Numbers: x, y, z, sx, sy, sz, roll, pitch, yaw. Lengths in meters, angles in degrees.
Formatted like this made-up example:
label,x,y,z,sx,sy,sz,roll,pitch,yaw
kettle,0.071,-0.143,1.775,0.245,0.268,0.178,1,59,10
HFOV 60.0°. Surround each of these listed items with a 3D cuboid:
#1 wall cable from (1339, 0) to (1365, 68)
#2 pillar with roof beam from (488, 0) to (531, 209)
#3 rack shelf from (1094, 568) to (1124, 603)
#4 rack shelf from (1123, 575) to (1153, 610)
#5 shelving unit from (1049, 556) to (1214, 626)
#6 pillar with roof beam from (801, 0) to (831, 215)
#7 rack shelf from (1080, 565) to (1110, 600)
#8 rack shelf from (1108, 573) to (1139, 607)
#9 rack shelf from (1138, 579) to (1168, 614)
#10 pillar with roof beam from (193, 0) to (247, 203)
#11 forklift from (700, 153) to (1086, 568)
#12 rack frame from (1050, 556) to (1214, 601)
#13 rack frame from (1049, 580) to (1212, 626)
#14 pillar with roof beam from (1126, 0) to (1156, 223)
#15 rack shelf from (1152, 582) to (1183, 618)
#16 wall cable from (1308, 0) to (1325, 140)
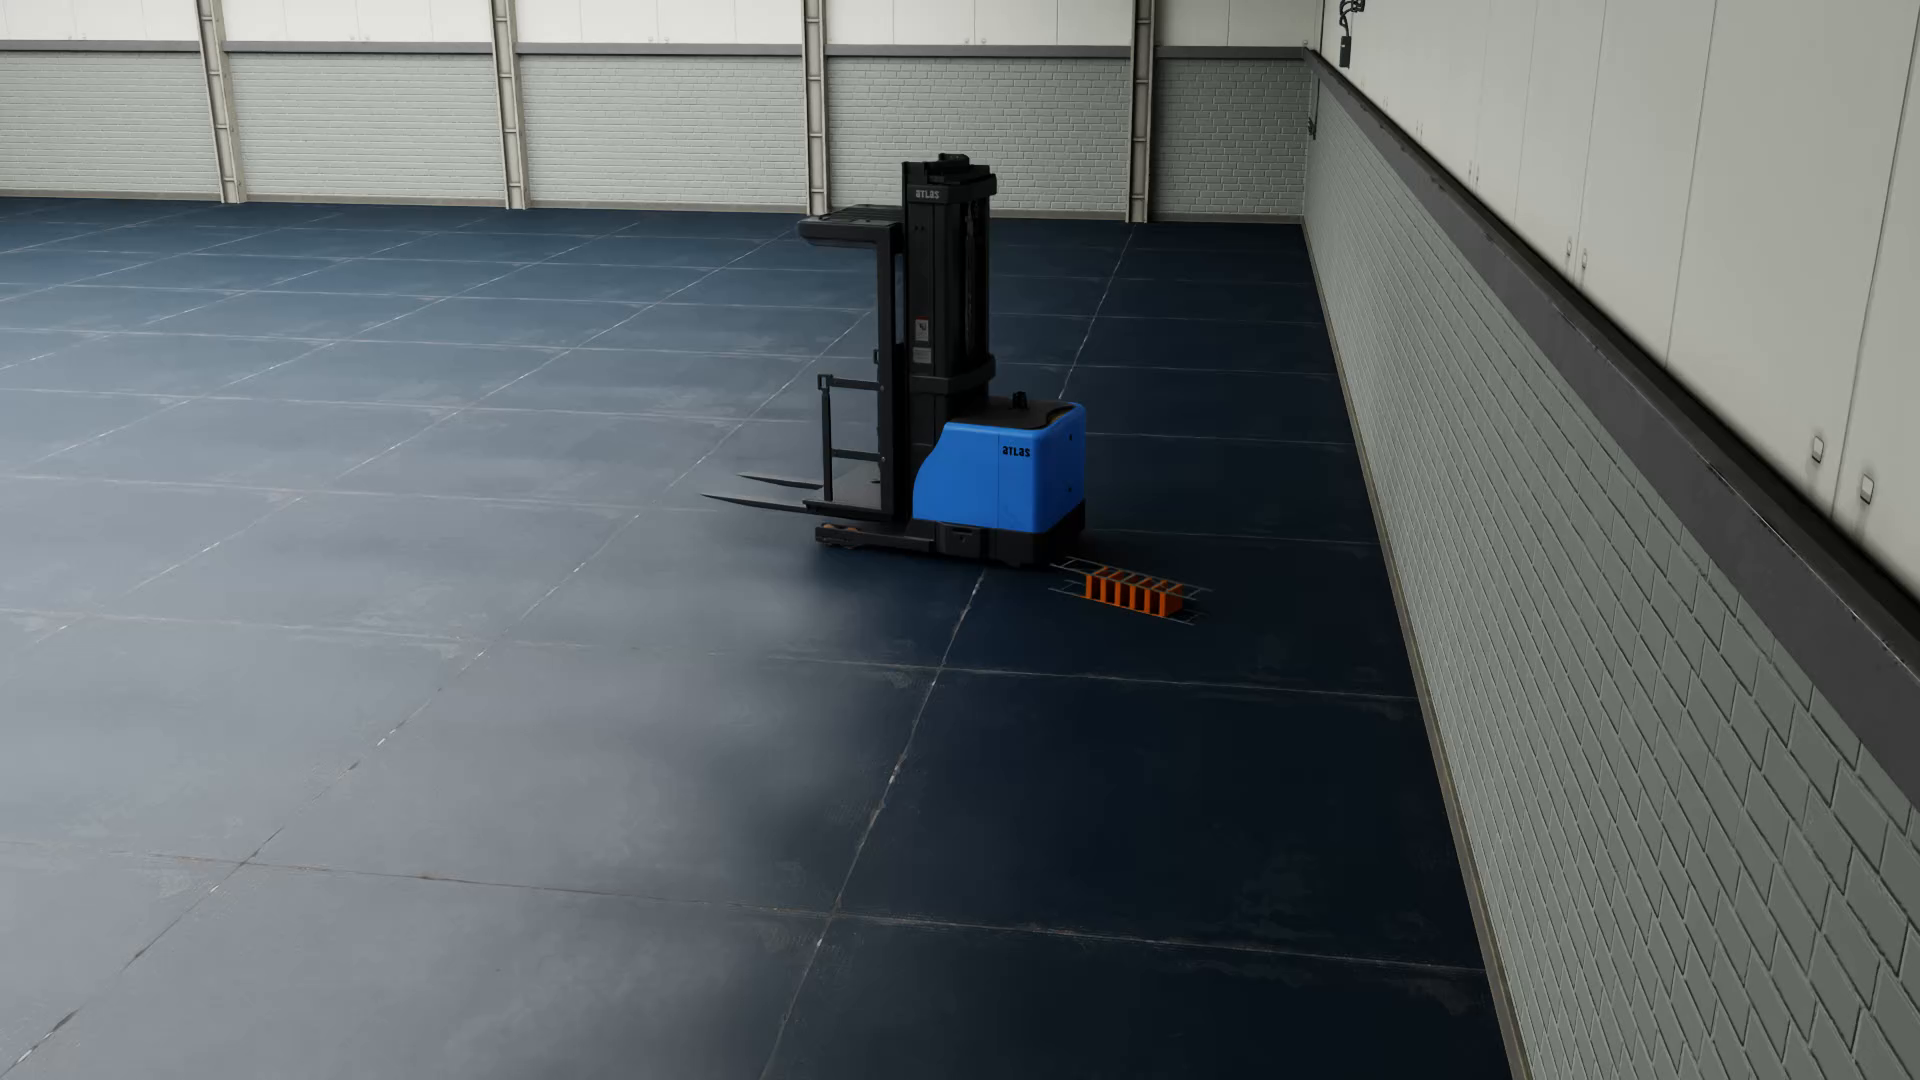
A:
label,x,y,z,sx,sy,sz,roll,pitch,yaw
wall cable,4.432,-8.205,18.050,0.169,6.003,2.305,3,19,9
pillar with roof beam,-9.277,-9.383,26.932,0.400,9.000,9.100,3,19,9
rack shelf,1.062,0.320,11.809,0.103,0.180,0.258,14,23,35
rack shelf,1.253,0.366,11.672,0.103,0.180,0.258,14,23,35
shelving unit,1.193,0.351,11.715,1.200,0.189,0.258,14,23,35
pillar with roof beam,-3.353,-9.081,26.029,0.400,9.000,9.100,3,19,9
rack shelf,0.967,0.297,11.878,0.103,0.180,0.258,14,23,35
rack shelf,1.158,0.343,11.741,0.103,0.180,0.258,14,23,35
rack shelf,1.349,0.389,11.603,0.103,0.180,0.258,14,23,35
pillar with roof beam,-15.201,-9.685,27.834,0.400,9.000,9.100,3,19,9
forklift,-0.583,-1.466,12.832,3.031,2.935,1.130,7,20,21
rack frame,1.193,0.264,11.686,1.200,0.006,0.240,14,23,35
rack frame,1.193,0.438,11.744,1.200,0.006,0.240,14,23,35
pillar with roof beam,2.571,-8.779,25.127,0.400,9.000,9.100,3,19,9
rack shelf,1.445,0.412,11.534,0.103,0.180,0.258,14,23,35
wall cable,5.953,-8.093,27.969,0.112,2.526,3.097,3,19,9
